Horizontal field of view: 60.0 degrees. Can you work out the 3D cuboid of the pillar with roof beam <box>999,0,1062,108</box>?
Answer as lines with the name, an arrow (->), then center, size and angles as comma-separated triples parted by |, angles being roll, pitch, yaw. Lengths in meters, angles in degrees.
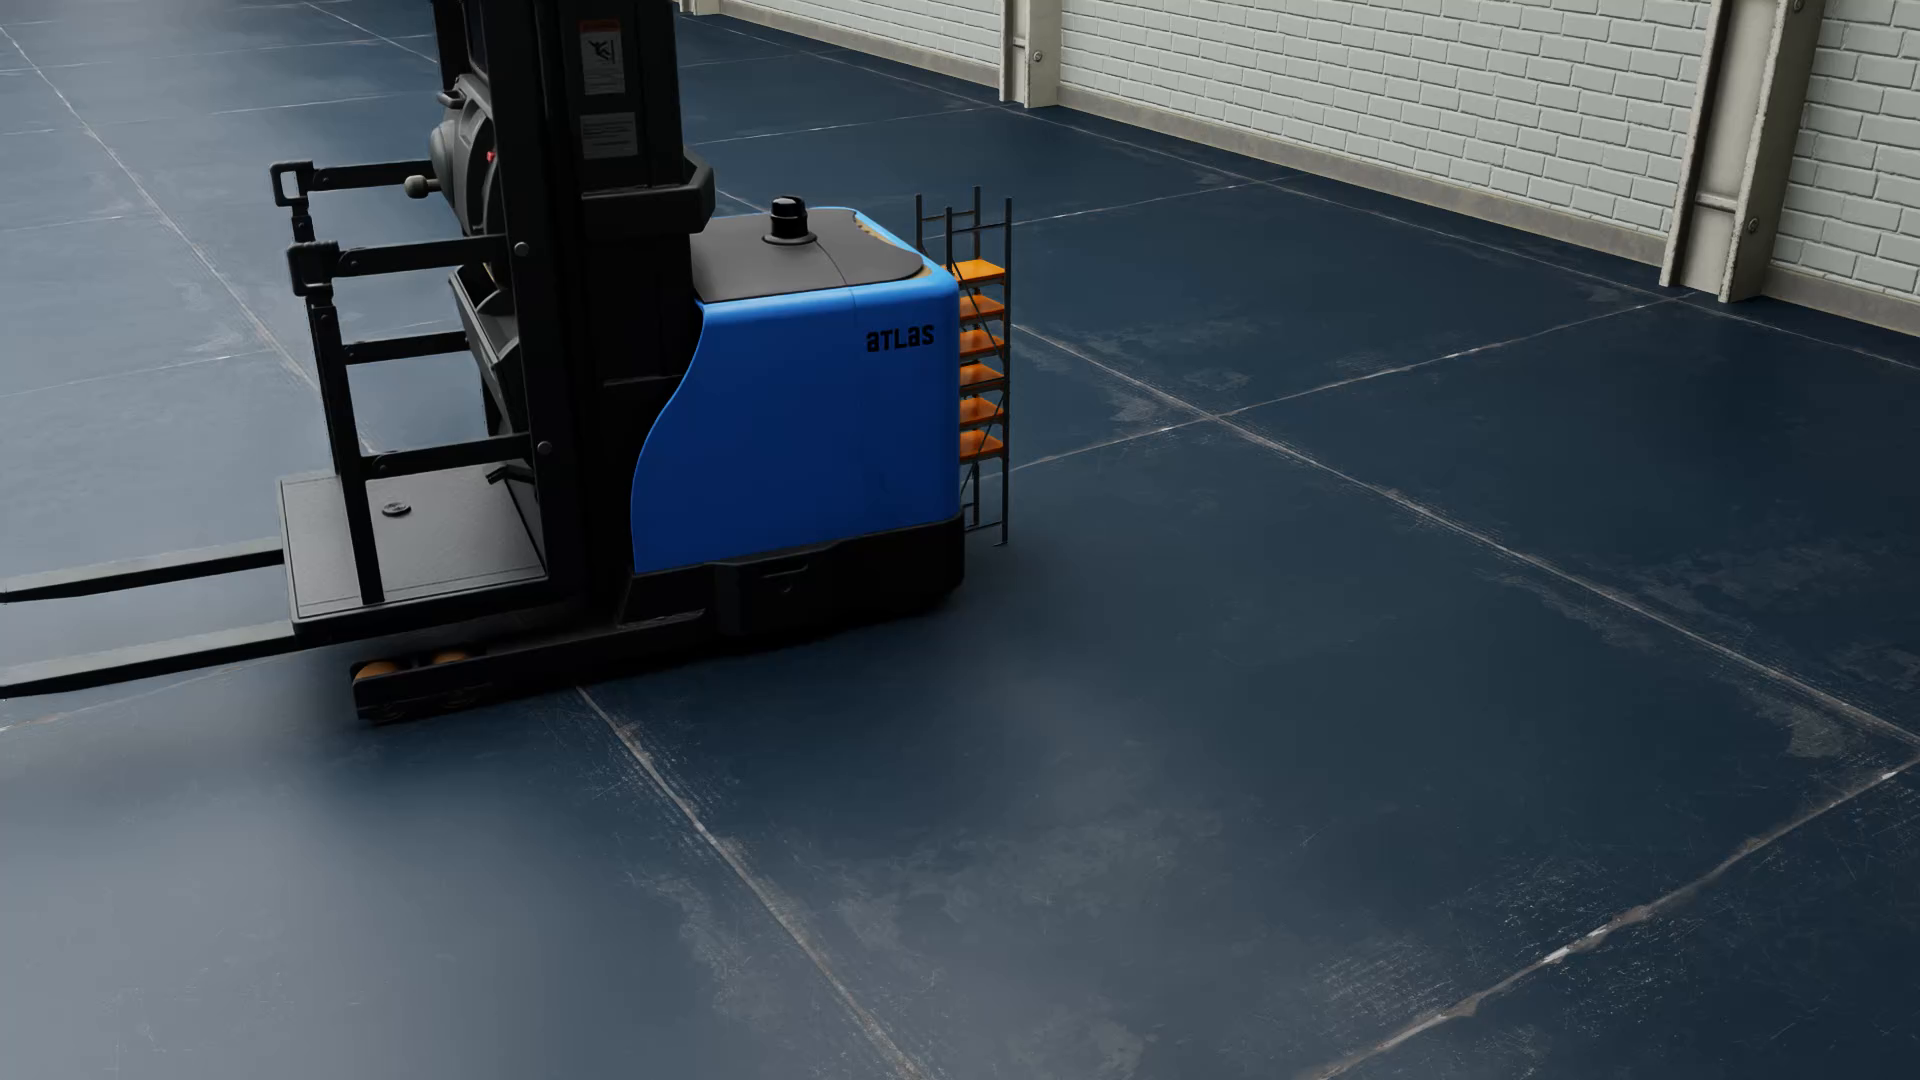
pillar with roof beam -> -3.063, -6.490, 8.957 | 9.100, 9.000, 0.400 | -16, 29, -30

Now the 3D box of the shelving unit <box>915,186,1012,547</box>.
shelving unit -> 0.011, -0.538, 5.484 | 0.258, 1.200, 0.189 | -15, 29, -28

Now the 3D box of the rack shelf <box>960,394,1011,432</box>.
rack shelf -> 0.012, -0.390, 5.554 | 0.258, 0.103, 0.180 | -15, 29, -28

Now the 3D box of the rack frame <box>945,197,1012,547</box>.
rack frame -> 0.060, -0.505, 5.414 | 0.240, 1.200, 0.006 | -15, 29, -28

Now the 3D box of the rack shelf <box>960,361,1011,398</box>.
rack shelf -> 0.012, -0.498, 5.503 | 0.258, 0.103, 0.180 | -15, 29, -28

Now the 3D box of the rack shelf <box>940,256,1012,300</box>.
rack shelf -> 0.011, -0.824, 5.349 | 0.258, 0.103, 0.180 | -15, 29, -28

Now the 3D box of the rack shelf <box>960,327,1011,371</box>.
rack shelf -> 0.011, -0.607, 5.452 | 0.258, 0.103, 0.180 | -15, 29, -28

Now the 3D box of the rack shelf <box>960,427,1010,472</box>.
rack shelf -> 0.012, -0.281, 5.605 | 0.258, 0.103, 0.180 | -15, 29, -28

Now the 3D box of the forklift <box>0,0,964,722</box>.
forklift -> -1.553, -1.070, 4.584 | 3.031, 2.935, 1.130 | -10, 27, -21

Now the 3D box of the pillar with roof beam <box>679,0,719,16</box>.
pillar with roof beam -> -6.339, -8.636, 13.503 | 9.100, 9.000, 0.400 | -16, 29, -30

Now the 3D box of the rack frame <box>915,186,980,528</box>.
rack frame -> -0.037, -0.571, 5.554 | 0.240, 1.200, 0.006 | -15, 29, -28

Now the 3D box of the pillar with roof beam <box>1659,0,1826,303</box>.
pillar with roof beam -> 0.212, -4.344, 4.411 | 9.100, 9.000, 0.400 | -16, 29, -30

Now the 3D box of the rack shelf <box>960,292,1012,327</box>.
rack shelf -> 0.011, -0.715, 5.400 | 0.258, 0.103, 0.180 | -15, 29, -28
